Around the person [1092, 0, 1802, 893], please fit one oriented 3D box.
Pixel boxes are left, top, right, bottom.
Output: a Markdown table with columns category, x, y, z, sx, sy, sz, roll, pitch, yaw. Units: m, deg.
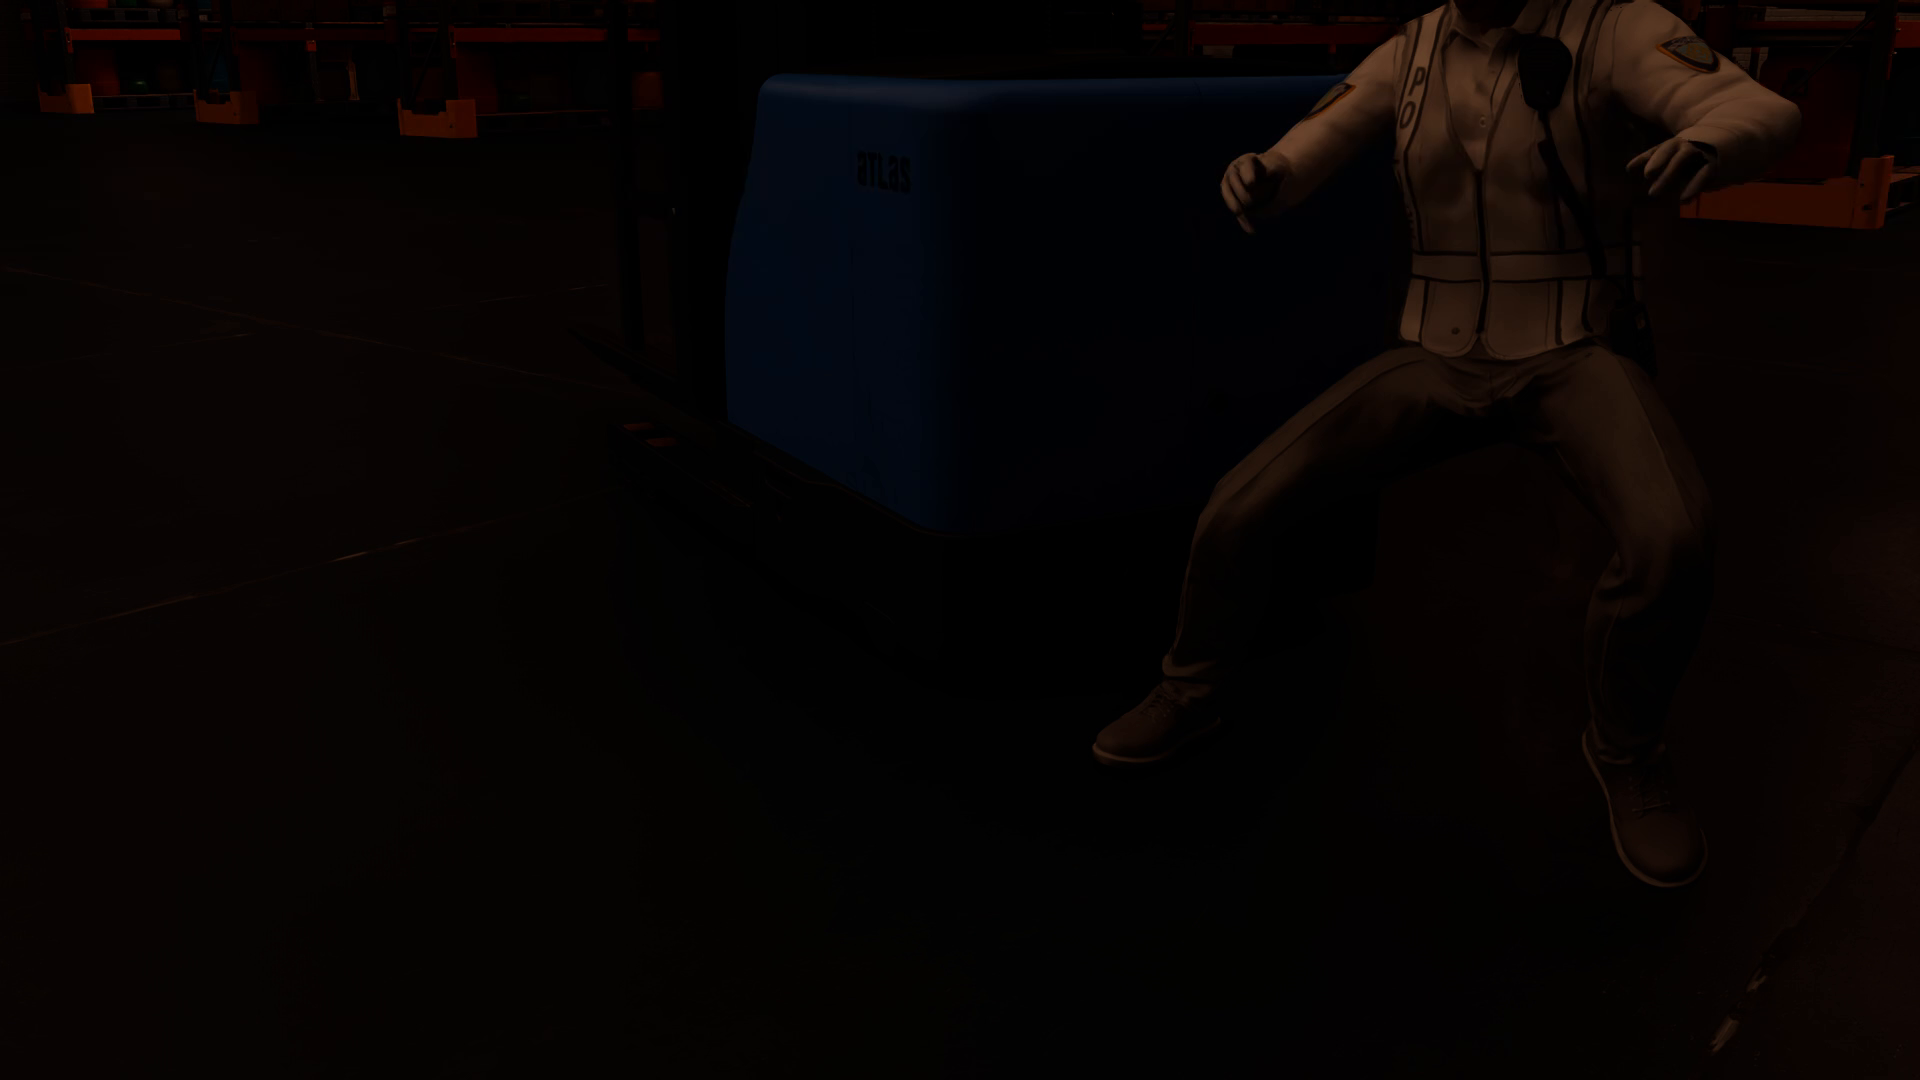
| category | x | y | z | sx | sy | sz | roll | pitch | yaw |
| --- | --- | --- | --- | --- | --- | --- | --- | --- | --- |
| person | 0.672 | -0.277 | 2.373 | 0.917 | 1.432 | 0.700 | 15 | 23 | 41 |

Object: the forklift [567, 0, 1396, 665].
| category | x | y | z | sx | sy | sz | roll | pitch | yaw |
| --- | --- | --- | --- | --- | --- | --- | --- | --- | --- |
| forklift | -0.288 | -1.559 | 4.031 | 1.130 | 2.935 | 3.031 | -9 | 19 | -27 |
